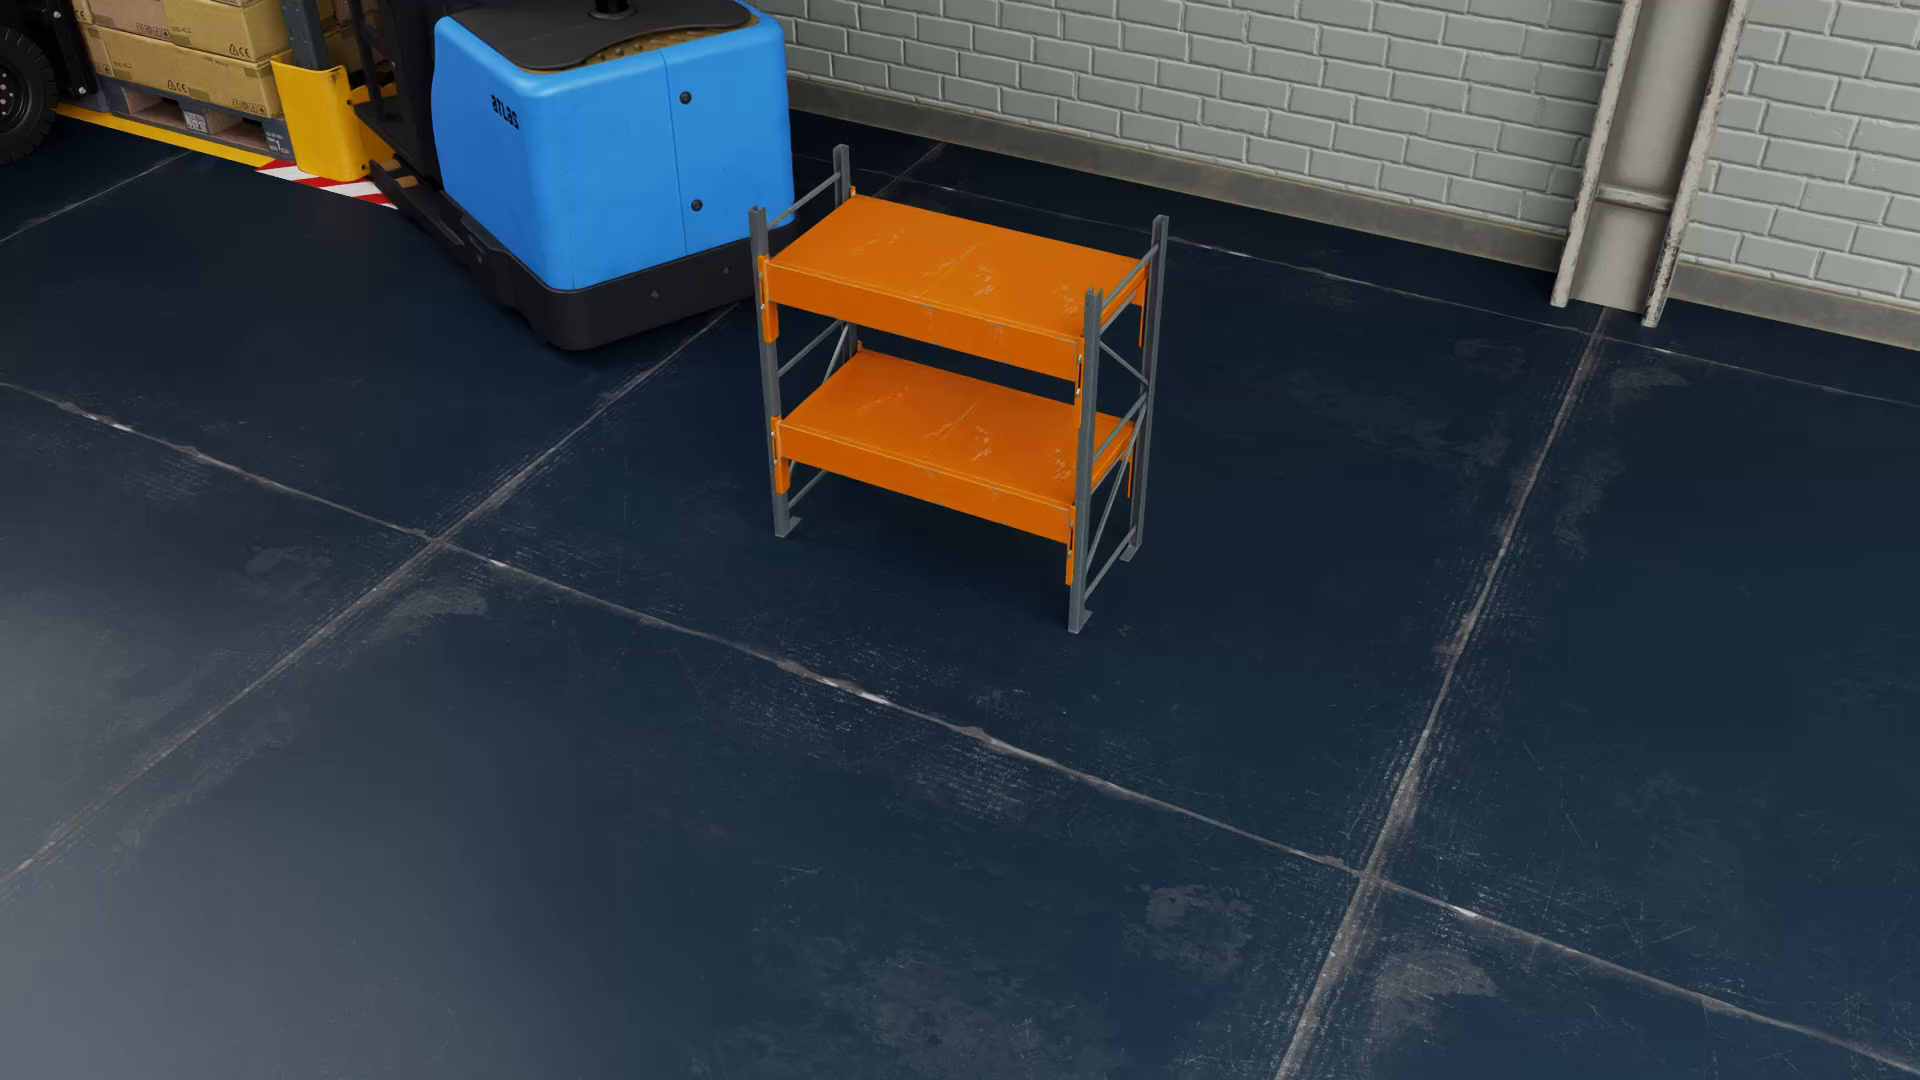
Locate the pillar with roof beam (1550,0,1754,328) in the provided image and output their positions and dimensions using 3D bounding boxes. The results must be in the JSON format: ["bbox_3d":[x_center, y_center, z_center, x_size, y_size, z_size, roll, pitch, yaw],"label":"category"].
[{"bbox_3d":[0.555,-2.215,0.725,0.400,9.000,9.100,17,41,21],"label":"pillar with roof beam"}]

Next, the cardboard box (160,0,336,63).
[{"bbox_3d":[-3.166,-2.366,7.400,0.500,0.250,0.500,17,40,21],"label":"cardboard box"}]

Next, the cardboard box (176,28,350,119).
[{"bbox_3d":[-3.152,-2.161,7.542,0.500,0.250,0.500,18,41,22],"label":"cardboard box"}]

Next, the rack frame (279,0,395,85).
[{"bbox_3d":[-2.590,-3.128,6.889,0.127,3.000,1.000,17,41,21],"label":"rack frame"}]

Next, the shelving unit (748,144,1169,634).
[{"bbox_3d":[-0.006,-0.450,4.912,1.048,1.125,0.538,17,41,21],"label":"shelving unit"}]

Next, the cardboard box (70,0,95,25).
[{"bbox_3d":[-4.074,-2.644,7.765,0.500,0.250,0.500,16,40,20],"label":"cardboard box"}]

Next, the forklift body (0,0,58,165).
[{"bbox_3d":[-5.112,-2.337,6.550,1.214,2.155,2.313,17,41,21],"label":"forklift body"}]

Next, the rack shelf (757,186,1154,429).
[{"bbox_3d":[-0.006,-0.683,4.735,1.000,0.278,0.538,17,41,21],"label":"rack shelf"}]

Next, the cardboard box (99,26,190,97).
[{"bbox_3d":[-3.589,-2.304,7.731,0.500,0.250,0.500,17,41,21],"label":"cardboard box"}]

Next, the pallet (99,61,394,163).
[{"bbox_3d":[-3.288,-2.207,7.983,1.213,0.211,1.003,17,41,21],"label":"pallet"}]

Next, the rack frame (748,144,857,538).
[{"bbox_3d":[-0.457,-0.591,5.099,0.032,1.125,0.500,17,41,21],"label":"rack frame"}]

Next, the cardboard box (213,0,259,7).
[{"bbox_3d":[-3.142,-2.558,7.239,0.500,0.250,0.500,19,41,23],"label":"cardboard box"}]

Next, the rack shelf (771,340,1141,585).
[{"bbox_3d":[-0.006,-0.255,5.060,1.000,0.278,0.538,17,41,21],"label":"rack shelf"}]

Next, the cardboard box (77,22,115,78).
[{"bbox_3d":[-4.029,-2.448,7.921,0.500,0.250,0.500,18,41,22],"label":"cardboard box"}]

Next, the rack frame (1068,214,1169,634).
[{"bbox_3d":[0.445,-0.309,4.726,0.032,1.125,0.500,17,41,21],"label":"rack frame"}]

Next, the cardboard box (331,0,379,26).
[{"bbox_3d":[-2.912,-2.641,7.762,0.500,0.250,0.500,18,41,22],"label":"cardboard box"}]

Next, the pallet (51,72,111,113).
[{"bbox_3d":[-4.367,-2.547,8.431,1.213,0.211,1.003,17,41,21],"label":"pallet"}]

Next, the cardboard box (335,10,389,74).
[{"bbox_3d":[-2.936,-2.441,7.912,0.500,0.250,0.500,18,41,22],"label":"cardboard box"}]

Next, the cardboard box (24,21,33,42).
[{"bbox_3d":[-4.501,-2.580,8.095,0.500,0.250,0.500,19,41,23],"label":"cardboard box"}]

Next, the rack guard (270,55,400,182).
[{"bbox_3d":[-2.568,-2.125,7.636,0.348,0.500,1.175,17,41,21],"label":"rack guard"}]

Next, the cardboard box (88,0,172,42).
[{"bbox_3d":[-3.606,-2.511,7.591,0.500,0.250,0.500,17,40,21],"label":"cardboard box"}]

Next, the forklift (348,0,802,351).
[{"bbox_3d":[-1.881,-2.699,6.382,1.130,2.935,3.031,-24,43,-28],"label":"forklift"}]
